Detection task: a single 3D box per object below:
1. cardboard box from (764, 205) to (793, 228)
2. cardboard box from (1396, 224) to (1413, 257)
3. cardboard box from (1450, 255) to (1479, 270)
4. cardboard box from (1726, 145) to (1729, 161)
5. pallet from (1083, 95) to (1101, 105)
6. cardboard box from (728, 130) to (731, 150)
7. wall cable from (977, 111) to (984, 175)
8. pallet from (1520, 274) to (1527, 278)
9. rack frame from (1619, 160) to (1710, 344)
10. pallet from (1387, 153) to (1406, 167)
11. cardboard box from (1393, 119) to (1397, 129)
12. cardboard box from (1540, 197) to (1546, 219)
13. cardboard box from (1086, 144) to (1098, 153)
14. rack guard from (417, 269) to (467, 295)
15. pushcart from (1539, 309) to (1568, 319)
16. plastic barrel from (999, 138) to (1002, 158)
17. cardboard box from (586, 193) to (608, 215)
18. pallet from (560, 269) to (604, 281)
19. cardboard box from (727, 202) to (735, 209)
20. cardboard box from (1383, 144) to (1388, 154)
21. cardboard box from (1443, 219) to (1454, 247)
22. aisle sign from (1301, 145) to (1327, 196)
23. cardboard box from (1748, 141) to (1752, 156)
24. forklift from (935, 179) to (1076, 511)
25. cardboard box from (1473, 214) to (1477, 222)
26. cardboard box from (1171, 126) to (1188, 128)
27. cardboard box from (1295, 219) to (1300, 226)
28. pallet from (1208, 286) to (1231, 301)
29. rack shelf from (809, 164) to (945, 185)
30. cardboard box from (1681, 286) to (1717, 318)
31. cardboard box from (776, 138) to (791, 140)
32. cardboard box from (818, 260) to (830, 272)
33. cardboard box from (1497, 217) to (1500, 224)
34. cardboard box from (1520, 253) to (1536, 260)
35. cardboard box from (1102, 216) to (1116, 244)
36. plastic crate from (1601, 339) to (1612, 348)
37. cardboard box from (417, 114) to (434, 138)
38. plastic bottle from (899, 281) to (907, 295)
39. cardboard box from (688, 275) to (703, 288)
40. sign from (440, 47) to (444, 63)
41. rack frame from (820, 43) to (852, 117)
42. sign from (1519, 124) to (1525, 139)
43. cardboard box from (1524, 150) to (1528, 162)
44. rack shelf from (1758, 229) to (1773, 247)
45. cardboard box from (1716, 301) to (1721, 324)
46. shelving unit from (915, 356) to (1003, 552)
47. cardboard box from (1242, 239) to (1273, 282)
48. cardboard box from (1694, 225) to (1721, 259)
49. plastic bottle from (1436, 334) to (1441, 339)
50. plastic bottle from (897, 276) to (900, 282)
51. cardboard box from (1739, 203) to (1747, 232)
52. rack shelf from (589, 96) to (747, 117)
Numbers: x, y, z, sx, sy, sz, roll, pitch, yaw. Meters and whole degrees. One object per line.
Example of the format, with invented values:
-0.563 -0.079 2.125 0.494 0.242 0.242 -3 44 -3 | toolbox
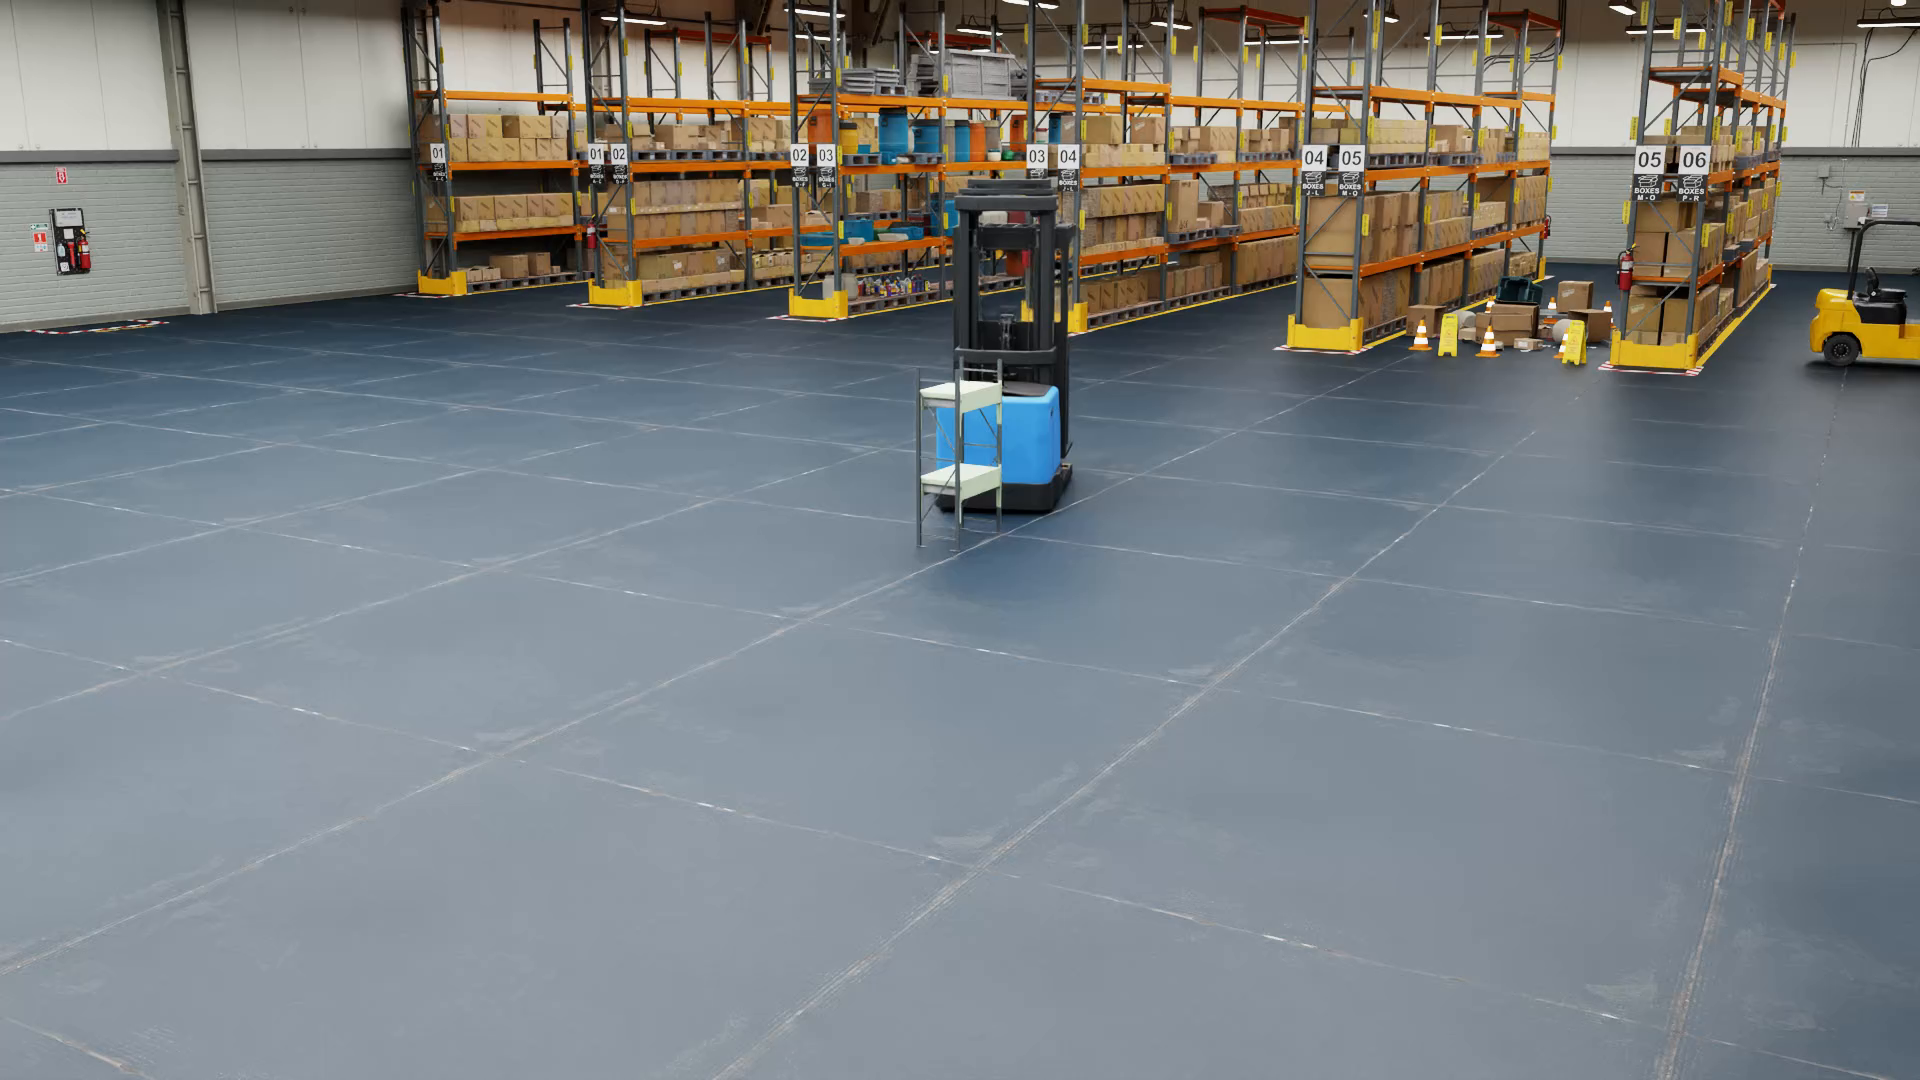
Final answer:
-4.224 -7.529 38.649 0.500 0.500 0.500 7 15 28 | cardboard box
7.443 -5.288 29.249 0.875 0.550 0.550 7 15 28 | cardboard box
10.335 -5.696 34.098 0.500 0.250 0.500 7 15 26 | cardboard box
11.758 -6.070 26.096 0.500 0.250 0.500 7 15 27 | cardboard box
2.722 -10.650 40.265 1.003 0.211 1.213 7 15 28 | pallet
-6.311 -10.746 44.657 0.700 0.500 0.500 7 15 27 | cardboard box
-0.597 -12.663 53.983 3.097 2.526 0.112 7 15 28 | wall cable
12.606 -6.087 38.830 1.003 0.211 1.213 7 15 28 | pallet
10.305 -4.047 24.420 1.000 3.000 0.127 7 15 28 | rack frame
6.861 -6.407 27.998 1.003 0.211 1.213 7 15 28 | pallet
6.978 -6.857 27.400 0.380 0.149 0.250 7 15 27 | cardboard box
13.666 -7.942 39.727 0.500 0.500 0.500 8 16 29 | cardboard box
2.175 -6.821 28.998 0.380 0.149 0.250 8 16 29 | cardboard box
-11.342 -5.654 36.419 1.175 0.500 0.348 7 15 28 | rack guard
10.218 -3.841 29.161 1.648 0.377 0.936 2 14 9 | pushcart
0.743 -8.856 37.728 0.421 0.512 0.421 0 14 0 | plastic barrel
-8.892 -8.151 40.291 0.700 0.500 0.500 9 16 34 | cardboard box
-9.070 -6.478 40.455 1.003 0.211 1.213 7 15 28 | pallet
-5.172 -7.347 36.511 0.380 0.149 0.250 7 15 27 | cardboard box
6.735 -6.366 27.065 0.380 0.149 0.250 8 15 28 | cardboard box
9.079 -5.844 31.660 0.500 0.500 0.500 8 16 29 | cardboard box
5.626 -5.870 26.437 0.394 0.787 0.004 7 15 28 | aisle sign
13.116 -6.636 28.182 0.500 0.250 0.500 7 15 27 | cardboard box
0.518 -1.984 16.008 1.130 2.935 3.031 2 14 9 | forklift
10.329 -6.587 33.963 0.380 0.149 0.250 8 16 31 | cardboard box
4.559 -8.286 34.323 0.500 0.500 0.500 7 15 26 | cardboard box
7.865 -7.533 39.415 0.380 0.149 0.250 7 15 28 | cardboard box
5.118 -5.295 35.548 1.003 0.211 1.213 7 15 28 | pallet
-1.739 -7.250 32.840 1.077 0.370 4.000 7 15 28 | rack shelf
11.943 -3.843 26.946 0.500 0.500 0.500 8 16 29 | cardboard box
-5.013 -11.065 46.342 0.500 0.250 0.500 7 15 28 | cardboard box
-3.460 -6.560 39.815 0.500 0.250 0.500 7 15 27 | cardboard box
11.458 -6.923 35.989 0.380 0.149 0.250 7 15 28 | cardboard box
13.438 -6.727 39.455 0.380 0.149 0.250 7 15 27 | cardboard box
2.336 -5.687 30.373 0.875 0.500 0.500 7 15 28 | cardboard box
10.762 -3.219 27.216 0.402 0.080 0.583 2 14 9 | plastic crate
-11.399 -8.974 36.068 0.500 0.500 0.500 8 16 31 | cardboard box
-1.162 -5.138 33.819 0.152 0.276 0.135 8 16 29 | plastic bottle
-5.860 -5.553 35.637 0.500 0.250 0.500 7 15 28 | cardboard box
-10.904 -10.201 34.984 0.100 0.325 0.005 7 15 28 | sign
-3.644 -13.053 48.974 1.000 3.000 0.127 7 15 28 | rack frame
12.211 -8.888 36.157 0.100 0.325 0.005 7 15 28 | sign
12.413 -8.603 37.239 0.500 0.250 0.500 7 15 27 | cardboard box
17.073 -6.570 36.419 1.077 0.370 4.000 7 15 28 | rack shelf
12.490 -3.902 28.531 0.950 0.372 0.625 8 16 29 | cardboard box
-0.003 -0.728 13.852 0.431 1.500 0.755 7 15 28 | shelving unit
6.287 -6.304 37.418 1.225 0.875 0.875 7 15 28 | cardboard box
11.752 -4.728 26.398 0.500 0.500 0.500 8 16 30 | cardboard box
8.232 -3.449 28.208 0.283 0.061 0.133 2 14 9 | plastic bottle
-1.310 -5.423 35.012 0.097 0.271 0.097 0 14 0 | plastic bottle
13.956 -5.854 30.170 0.500 0.500 0.500 7 15 27 | cardboard box
-6.073 -9.076 34.866 1.077 0.370 4.000 7 15 28 | rack shelf
